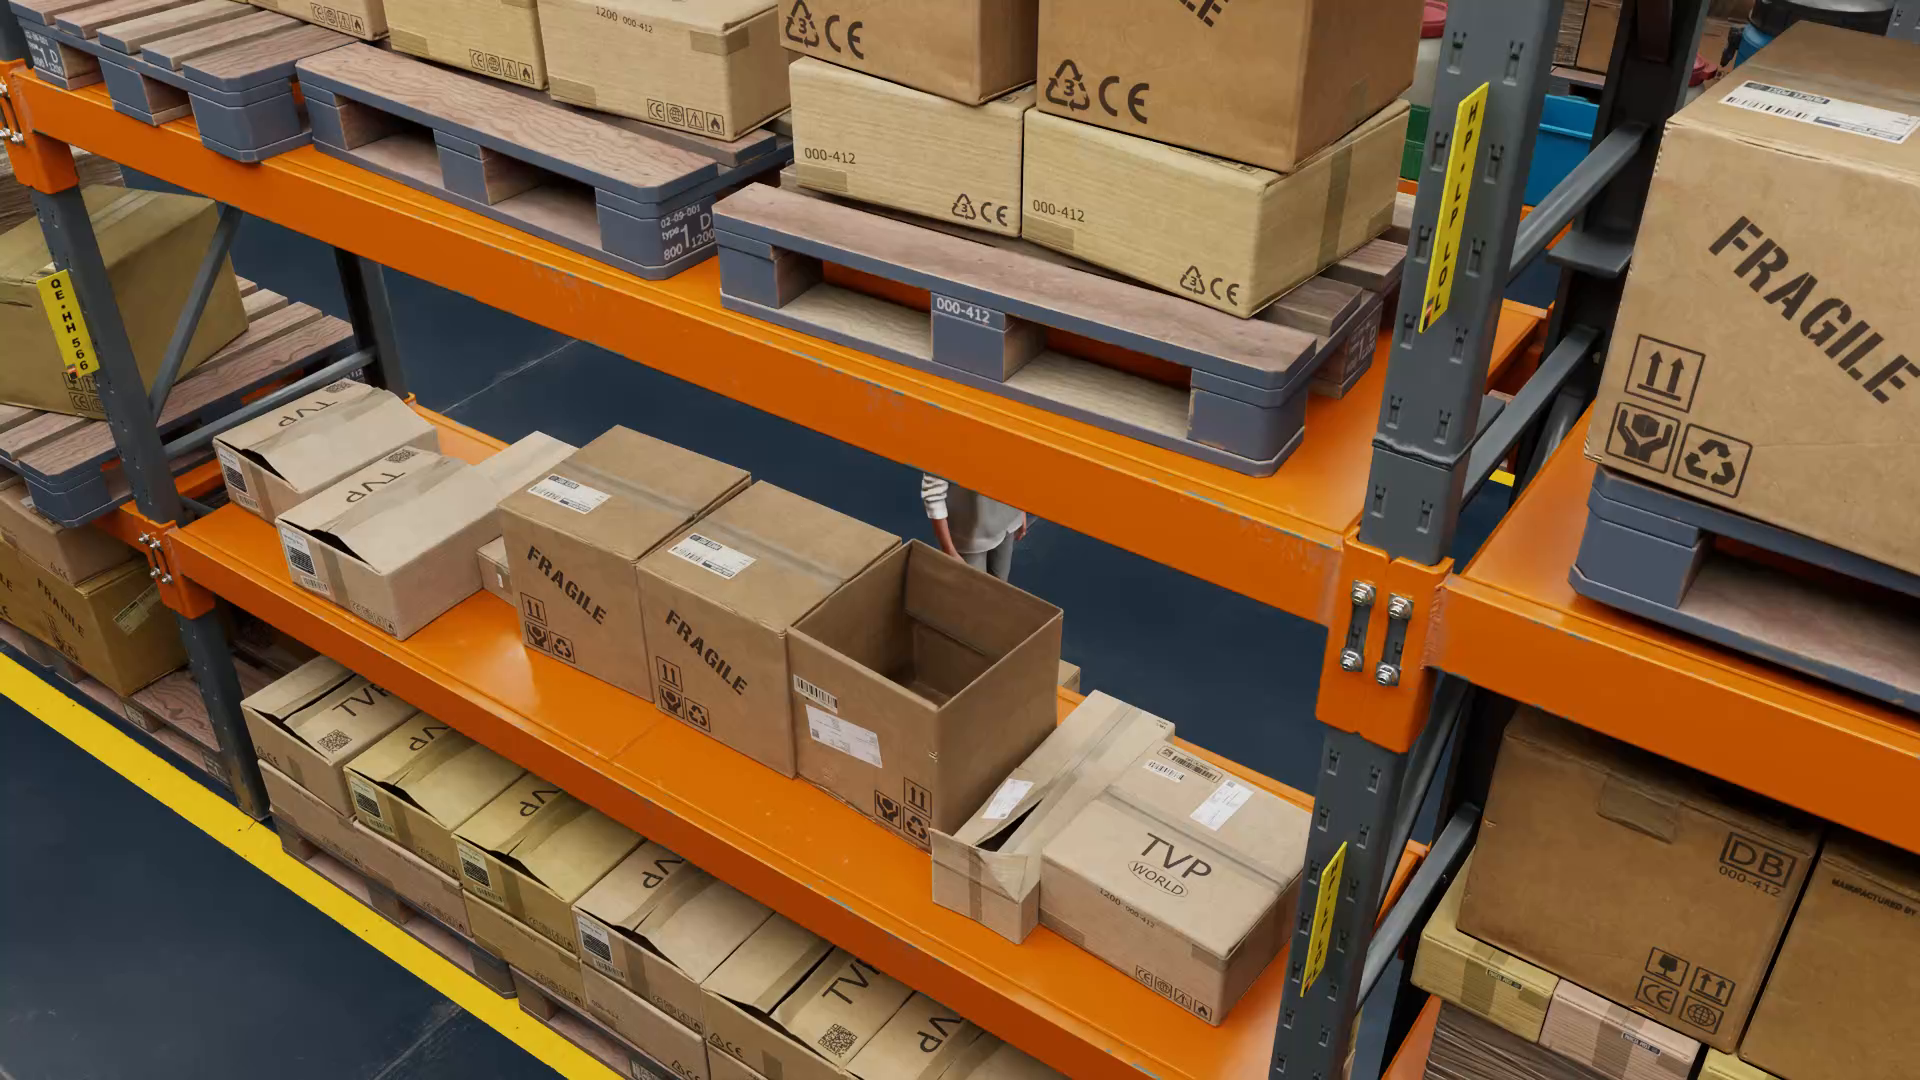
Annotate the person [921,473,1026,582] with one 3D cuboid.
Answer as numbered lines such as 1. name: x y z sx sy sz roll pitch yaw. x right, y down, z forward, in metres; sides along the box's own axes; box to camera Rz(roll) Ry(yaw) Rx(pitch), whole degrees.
1. person: 0.120 0.010 6.124 0.474 1.598 0.521 22 41 28
